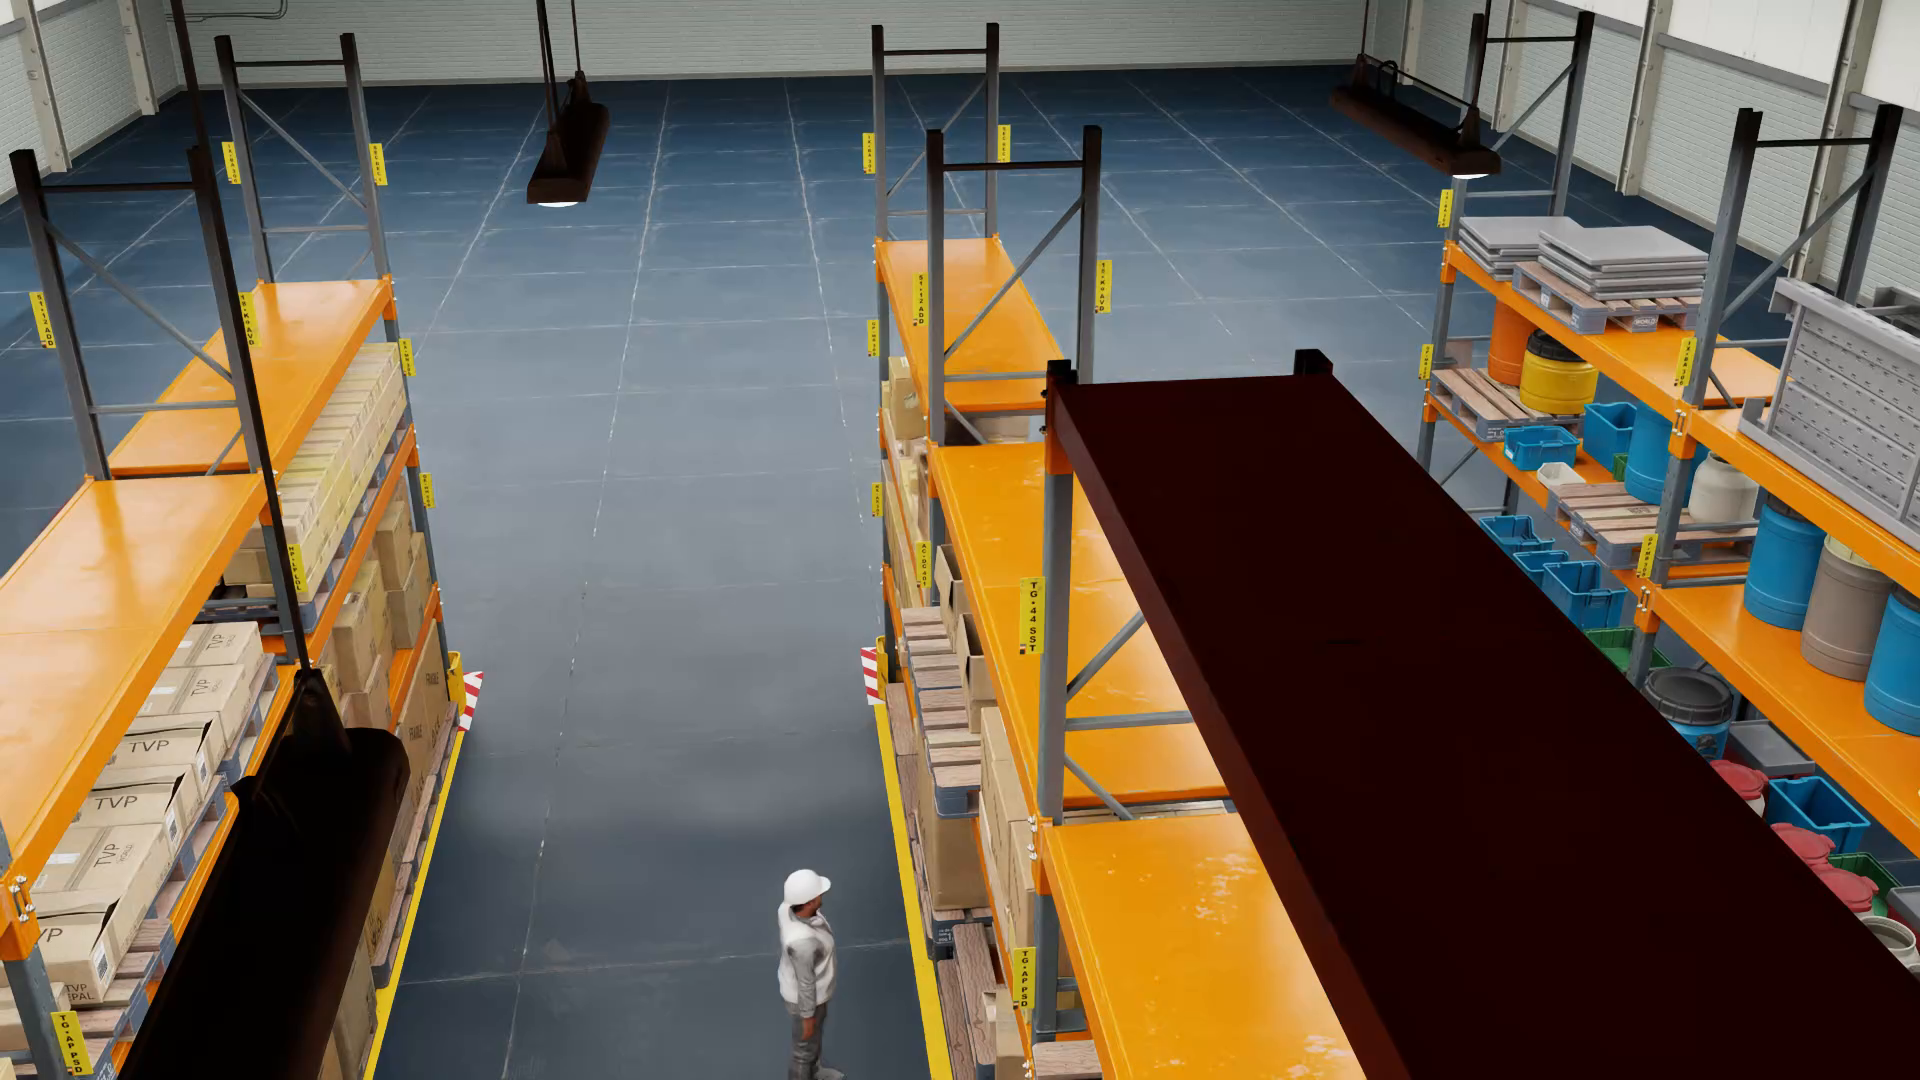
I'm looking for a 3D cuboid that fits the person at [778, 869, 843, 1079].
[{"bbox_3d":[-0.947,2.828,10.501,0.390,1.788,0.600,-4,26,-9],"label":"person"}]

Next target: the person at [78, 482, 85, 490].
[{"bbox_3d":[-8.229,0.199,16.127,0.976,1.688,0.510,-13,28,-25],"label":"person"}]
